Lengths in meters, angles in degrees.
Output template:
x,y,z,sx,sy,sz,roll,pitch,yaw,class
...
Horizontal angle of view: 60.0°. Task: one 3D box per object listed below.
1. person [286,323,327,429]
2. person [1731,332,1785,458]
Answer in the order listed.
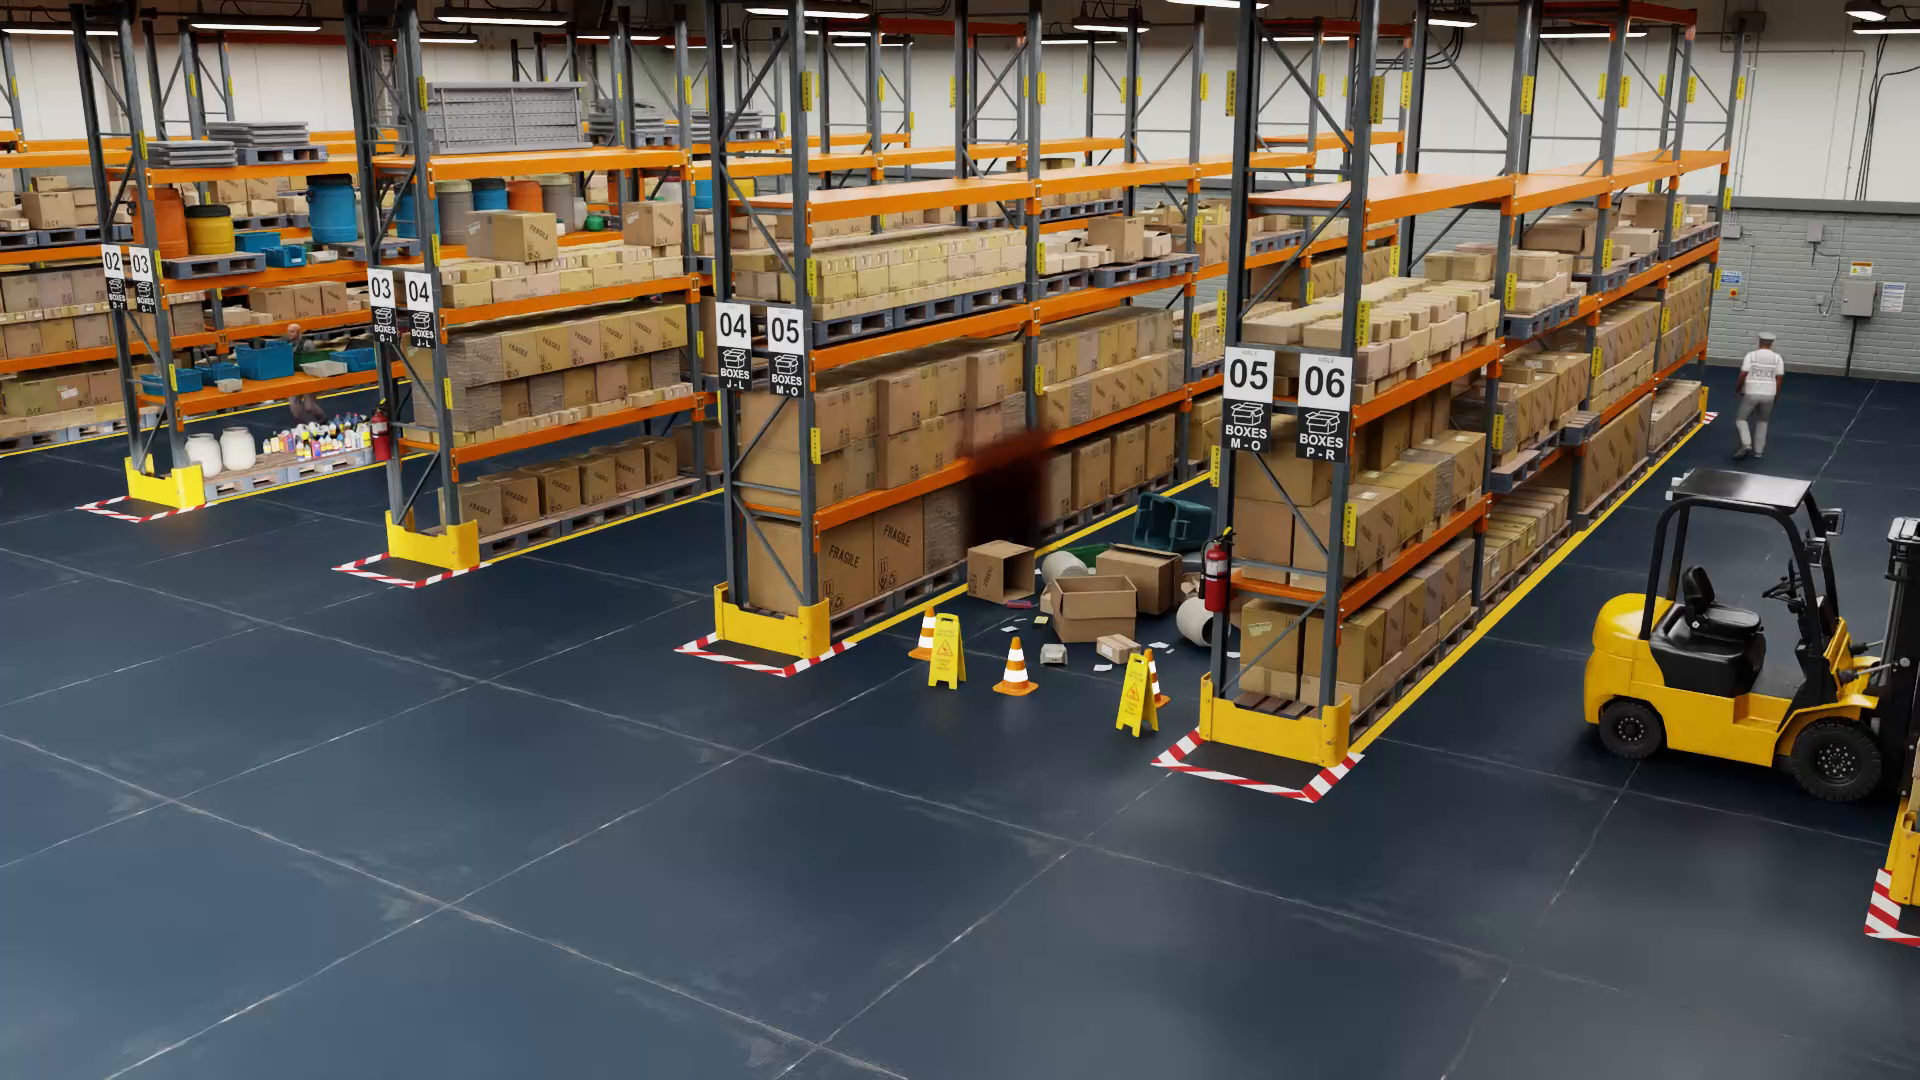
x,y,z,sx,sy,sz,roll,pitch,yaw,class
-9.686,-2.371,24.600,0.637,1.707,0.586,5,16,17,person
11.158,-2.003,23.224,0.610,1.741,0.606,2,16,9,person
